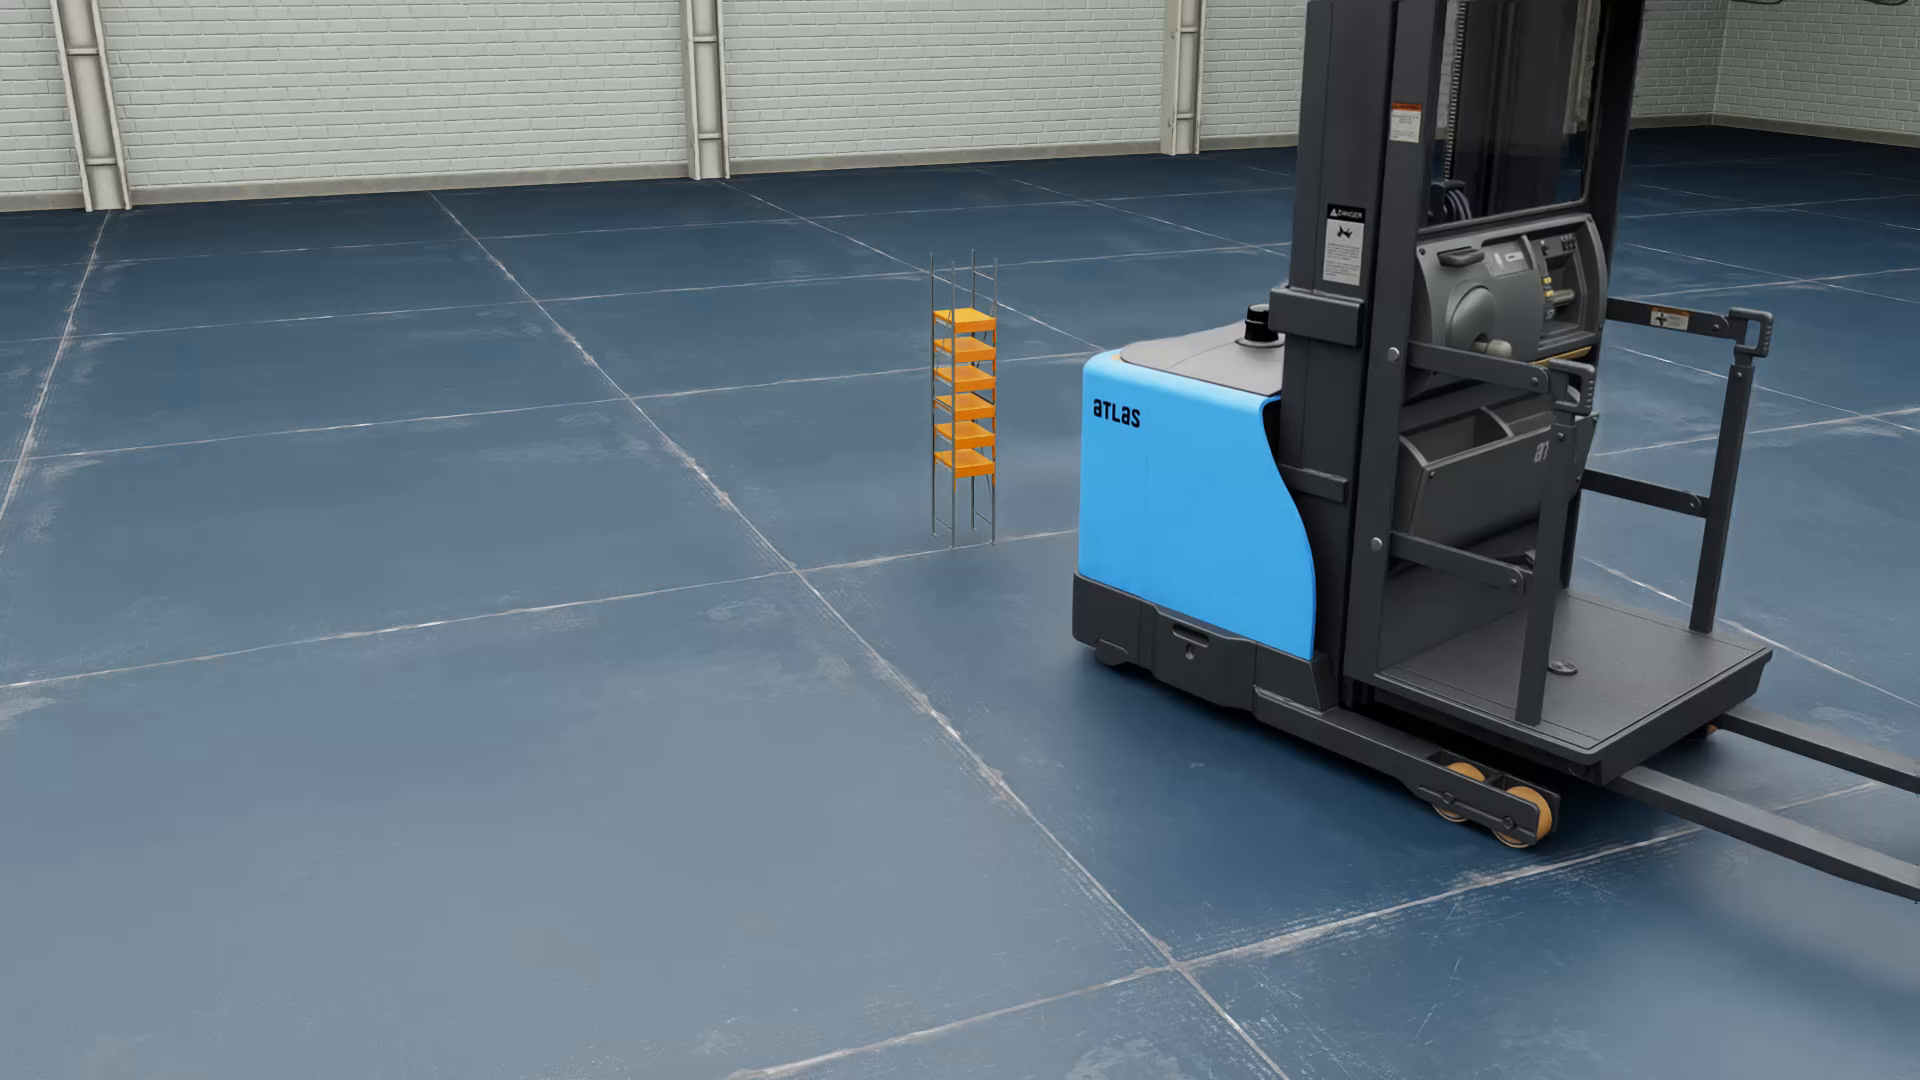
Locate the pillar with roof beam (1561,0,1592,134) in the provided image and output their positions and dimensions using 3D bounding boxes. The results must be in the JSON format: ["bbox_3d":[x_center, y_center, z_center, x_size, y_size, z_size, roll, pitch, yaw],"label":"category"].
[{"bbox_3d":[9.942,-8.535,17.712,0.400,9.000,9.100,-8,21,-22],"label":"pillar with roof beam"}]

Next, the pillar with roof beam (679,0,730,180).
[{"bbox_3d":[-1.076,-6.956,13.229,0.400,9.000,9.100,-8,21,-22],"label":"pillar with roof beam"}]

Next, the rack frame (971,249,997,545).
[{"bbox_3d":[0.097,-0.580,6.862,0.006,1.200,0.240,-8,21,-22],"label":"rack frame"}]

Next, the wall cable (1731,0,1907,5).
[{"bbox_3d":[11.466,-8.367,21.912,0.112,2.526,3.097,-8,21,-22],"label":"wall cable"}]

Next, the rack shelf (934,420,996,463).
[{"bbox_3d":[0.013,-0.413,6.883,0.180,0.103,0.258,-8,21,-22],"label":"rack shelf"}]

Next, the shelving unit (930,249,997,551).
[{"bbox_3d":[0.013,-0.568,6.828,0.189,1.200,0.258,-8,21,-22],"label":"shelving unit"}]

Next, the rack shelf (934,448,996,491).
[{"bbox_3d":[0.013,-0.300,6.923,0.180,0.103,0.258,-8,21,-22],"label":"rack shelf"}]

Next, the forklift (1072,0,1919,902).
[{"bbox_3d":[1.742,-0.721,4.655,1.130,2.935,3.031,-16,25,-38],"label":"forklift"}]

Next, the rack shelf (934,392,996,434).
[{"bbox_3d":[0.013,-0.526,6.843,0.180,0.103,0.258,-8,21,-22],"label":"rack shelf"}]

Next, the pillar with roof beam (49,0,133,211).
[{"bbox_3d":[-6.586,-6.167,10.987,0.400,9.000,9.100,-8,21,-22],"label":"pillar with roof beam"}]

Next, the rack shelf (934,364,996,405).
[{"bbox_3d":[0.013,-0.639,6.803,0.180,0.103,0.258,-8,21,-22],"label":"rack shelf"}]

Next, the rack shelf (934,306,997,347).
[{"bbox_3d":[0.013,-0.866,6.723,0.180,0.103,0.258,-8,21,-22],"label":"rack shelf"}]

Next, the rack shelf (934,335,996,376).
[{"bbox_3d":[0.013,-0.752,6.763,0.180,0.103,0.258,-8,21,-22],"label":"rack shelf"}]

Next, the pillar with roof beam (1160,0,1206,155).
[{"bbox_3d":[4.433,-7.746,15.471,0.400,9.000,9.100,-8,21,-22],"label":"pillar with roof beam"}]

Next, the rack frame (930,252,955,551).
[{"bbox_3d":[-0.071,-0.556,6.794,0.006,1.200,0.240,-8,21,-22],"label":"rack frame"}]
